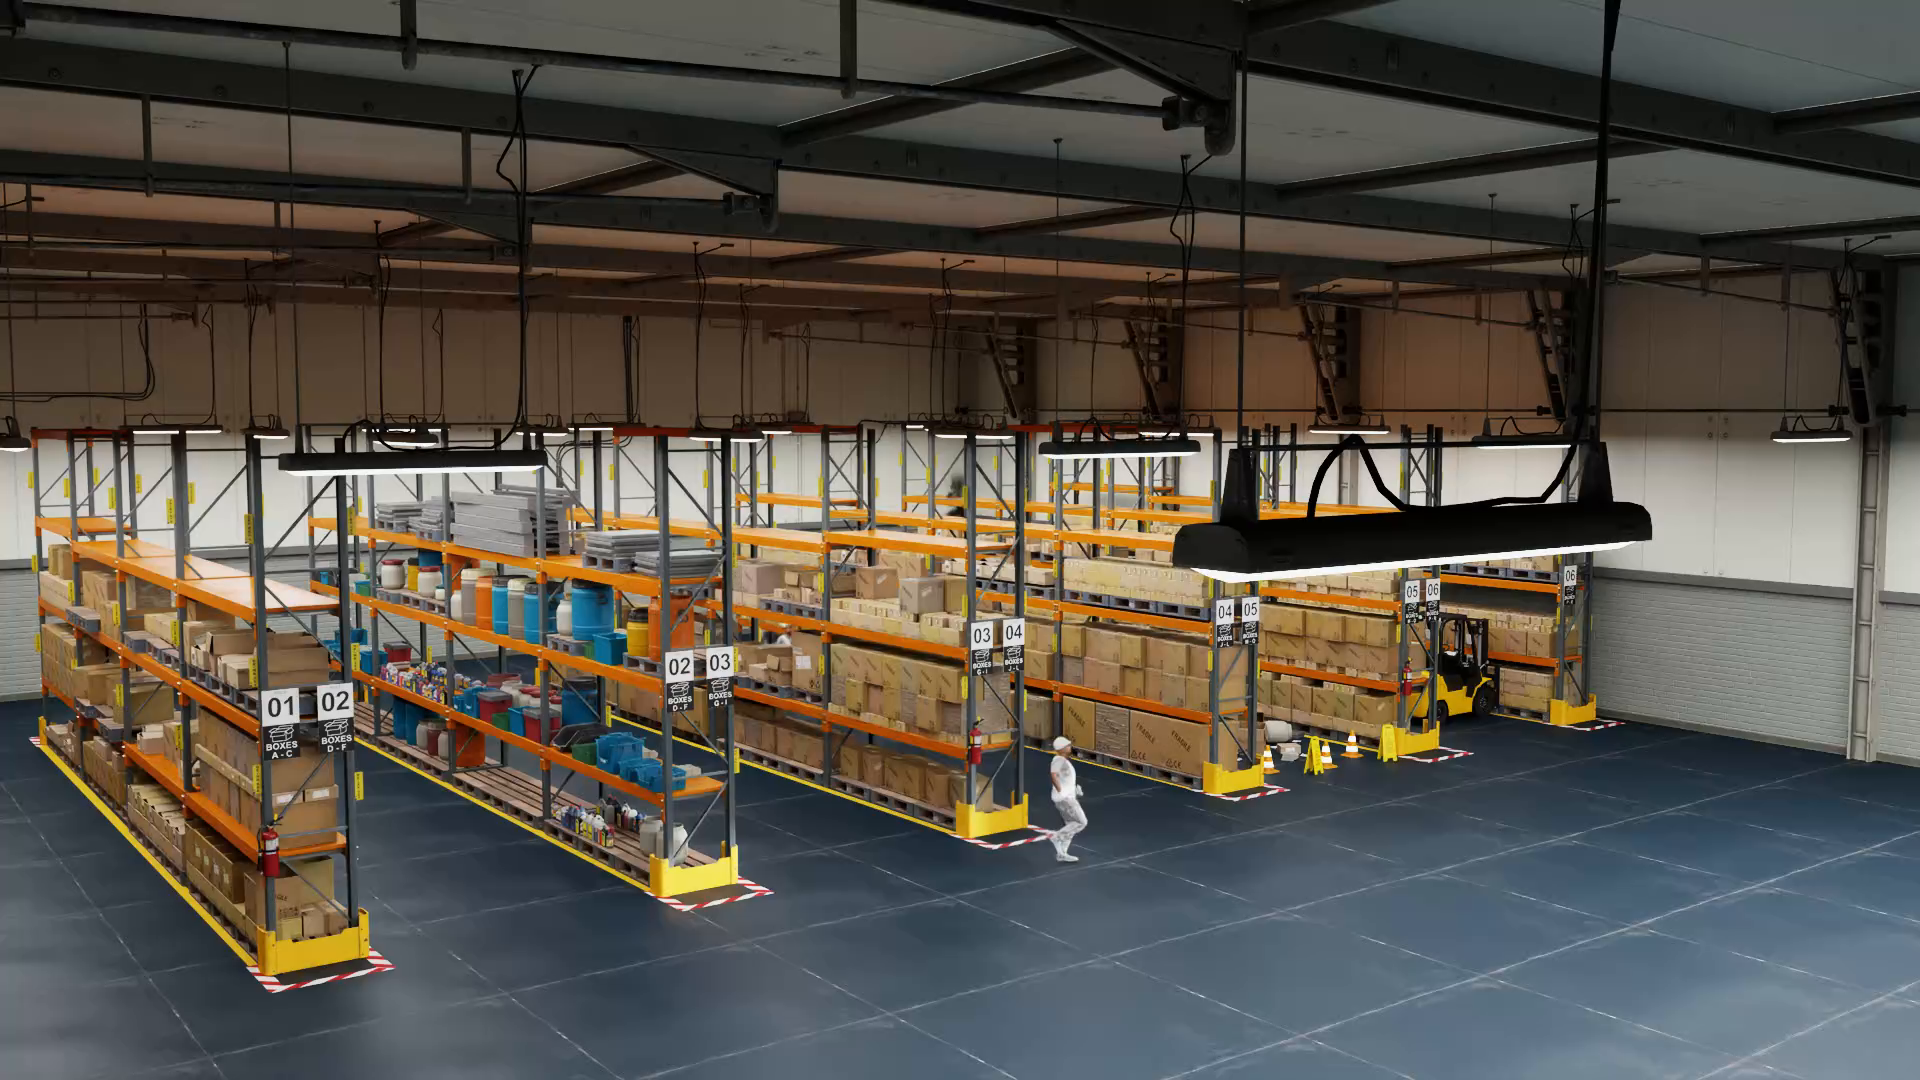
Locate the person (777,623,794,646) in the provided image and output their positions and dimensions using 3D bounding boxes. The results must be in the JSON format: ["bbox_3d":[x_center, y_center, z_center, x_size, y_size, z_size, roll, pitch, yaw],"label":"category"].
[{"bbox_3d":[-3.700,2.629,36.253,0.666,1.737,0.528,-3,5,-35],"label":"person"}]

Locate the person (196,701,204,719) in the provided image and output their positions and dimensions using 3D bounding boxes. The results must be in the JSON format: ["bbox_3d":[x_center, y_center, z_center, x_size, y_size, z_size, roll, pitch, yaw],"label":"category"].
[{"bbox_3d":[-14.333,3.019,31.477,0.595,1.678,0.652,4,6,44],"label":"person"}]

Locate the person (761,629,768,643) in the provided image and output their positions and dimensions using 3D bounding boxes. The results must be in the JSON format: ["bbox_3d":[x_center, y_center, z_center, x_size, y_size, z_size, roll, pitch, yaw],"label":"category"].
[{"bbox_3d":[-5.001,2.216,42.033,0.696,1.694,0.581,-4,6,-39],"label":"person"}]

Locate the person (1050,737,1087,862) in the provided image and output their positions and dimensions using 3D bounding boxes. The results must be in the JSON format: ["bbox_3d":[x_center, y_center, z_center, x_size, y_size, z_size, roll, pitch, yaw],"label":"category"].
[{"bbox_3d":[1.505,3.639,23.440,0.534,1.723,0.745,0,4,-4],"label":"person"}]
